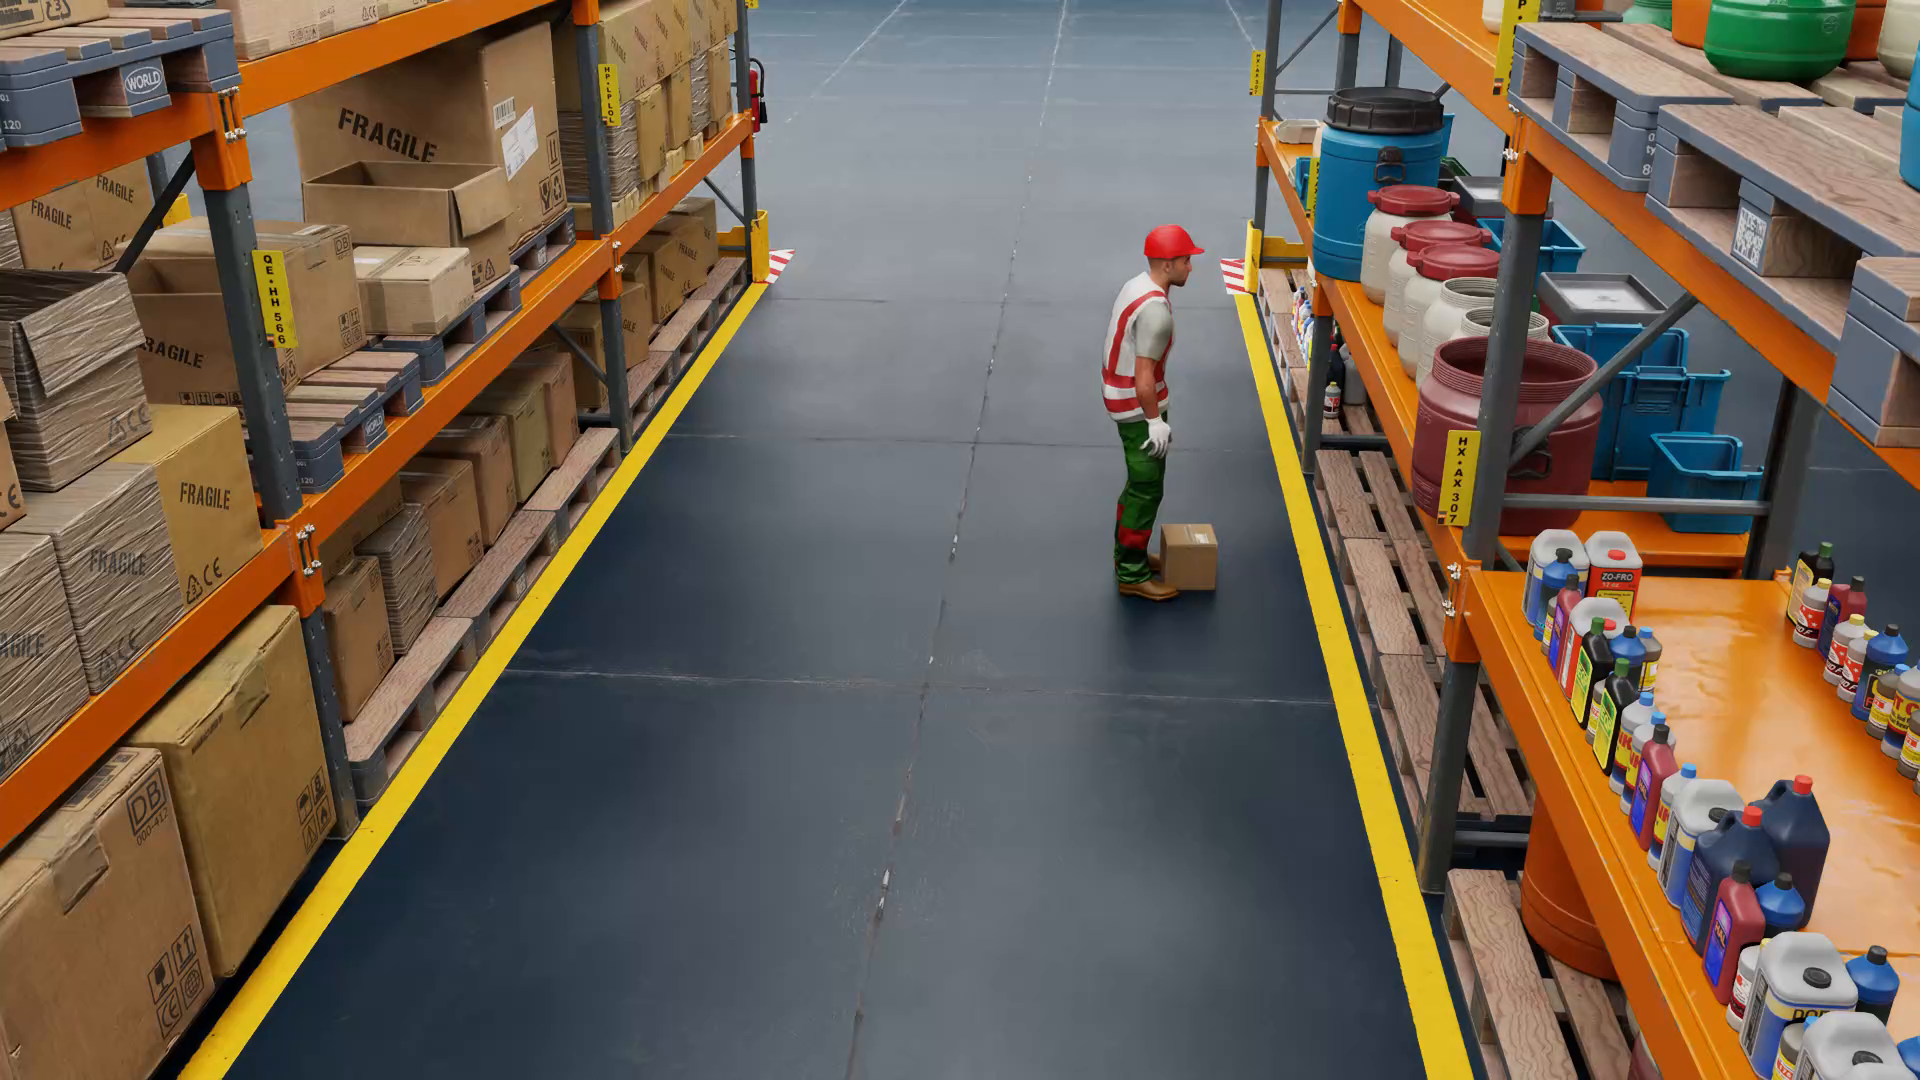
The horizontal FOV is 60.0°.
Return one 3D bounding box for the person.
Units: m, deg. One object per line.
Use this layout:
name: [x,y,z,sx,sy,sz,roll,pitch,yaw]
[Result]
person: [0.903,-0.623,7.970,0.453,1.776,0.617,0,24,1]
